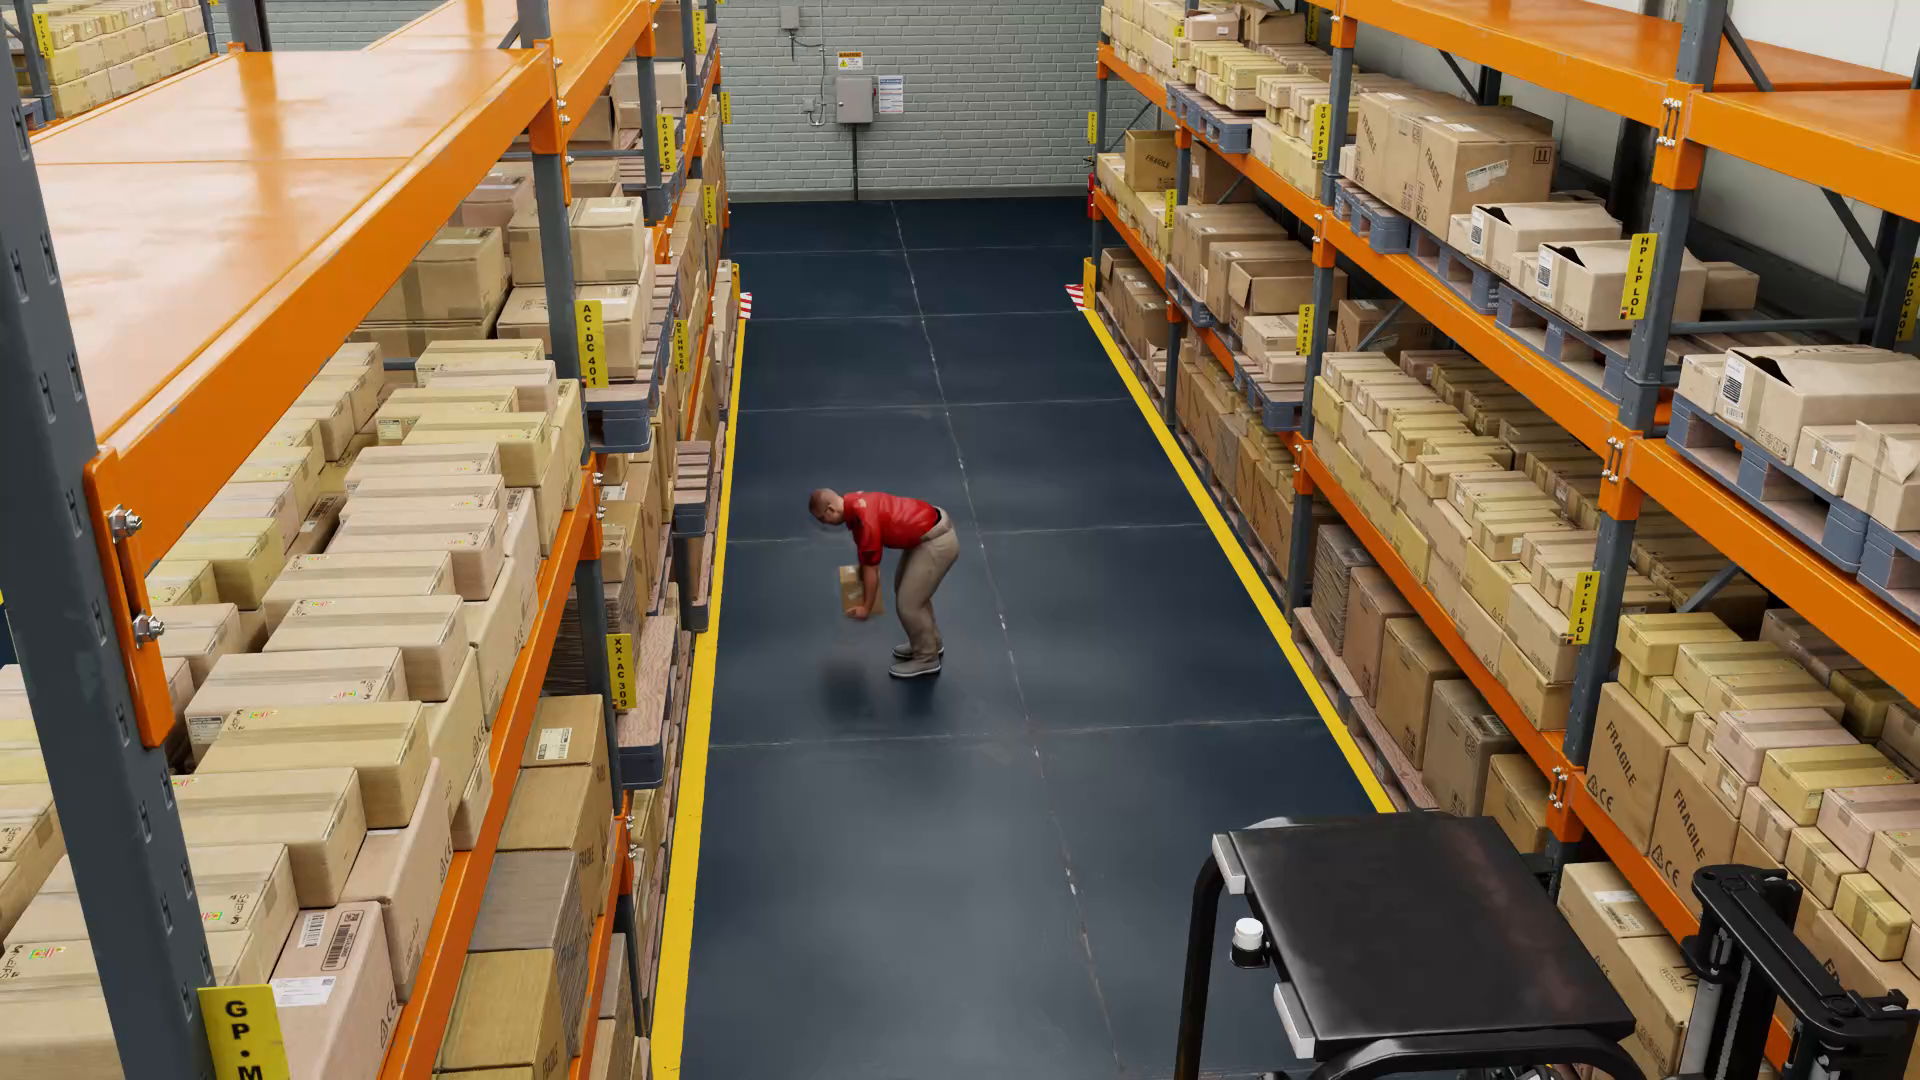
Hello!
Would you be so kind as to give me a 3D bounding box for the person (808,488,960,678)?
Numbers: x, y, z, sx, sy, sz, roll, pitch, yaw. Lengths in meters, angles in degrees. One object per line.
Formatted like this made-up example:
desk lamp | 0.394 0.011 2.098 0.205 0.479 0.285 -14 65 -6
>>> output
person | -0.468 0.237 10.409 0.925 1.250 0.482 -3 24 -7
